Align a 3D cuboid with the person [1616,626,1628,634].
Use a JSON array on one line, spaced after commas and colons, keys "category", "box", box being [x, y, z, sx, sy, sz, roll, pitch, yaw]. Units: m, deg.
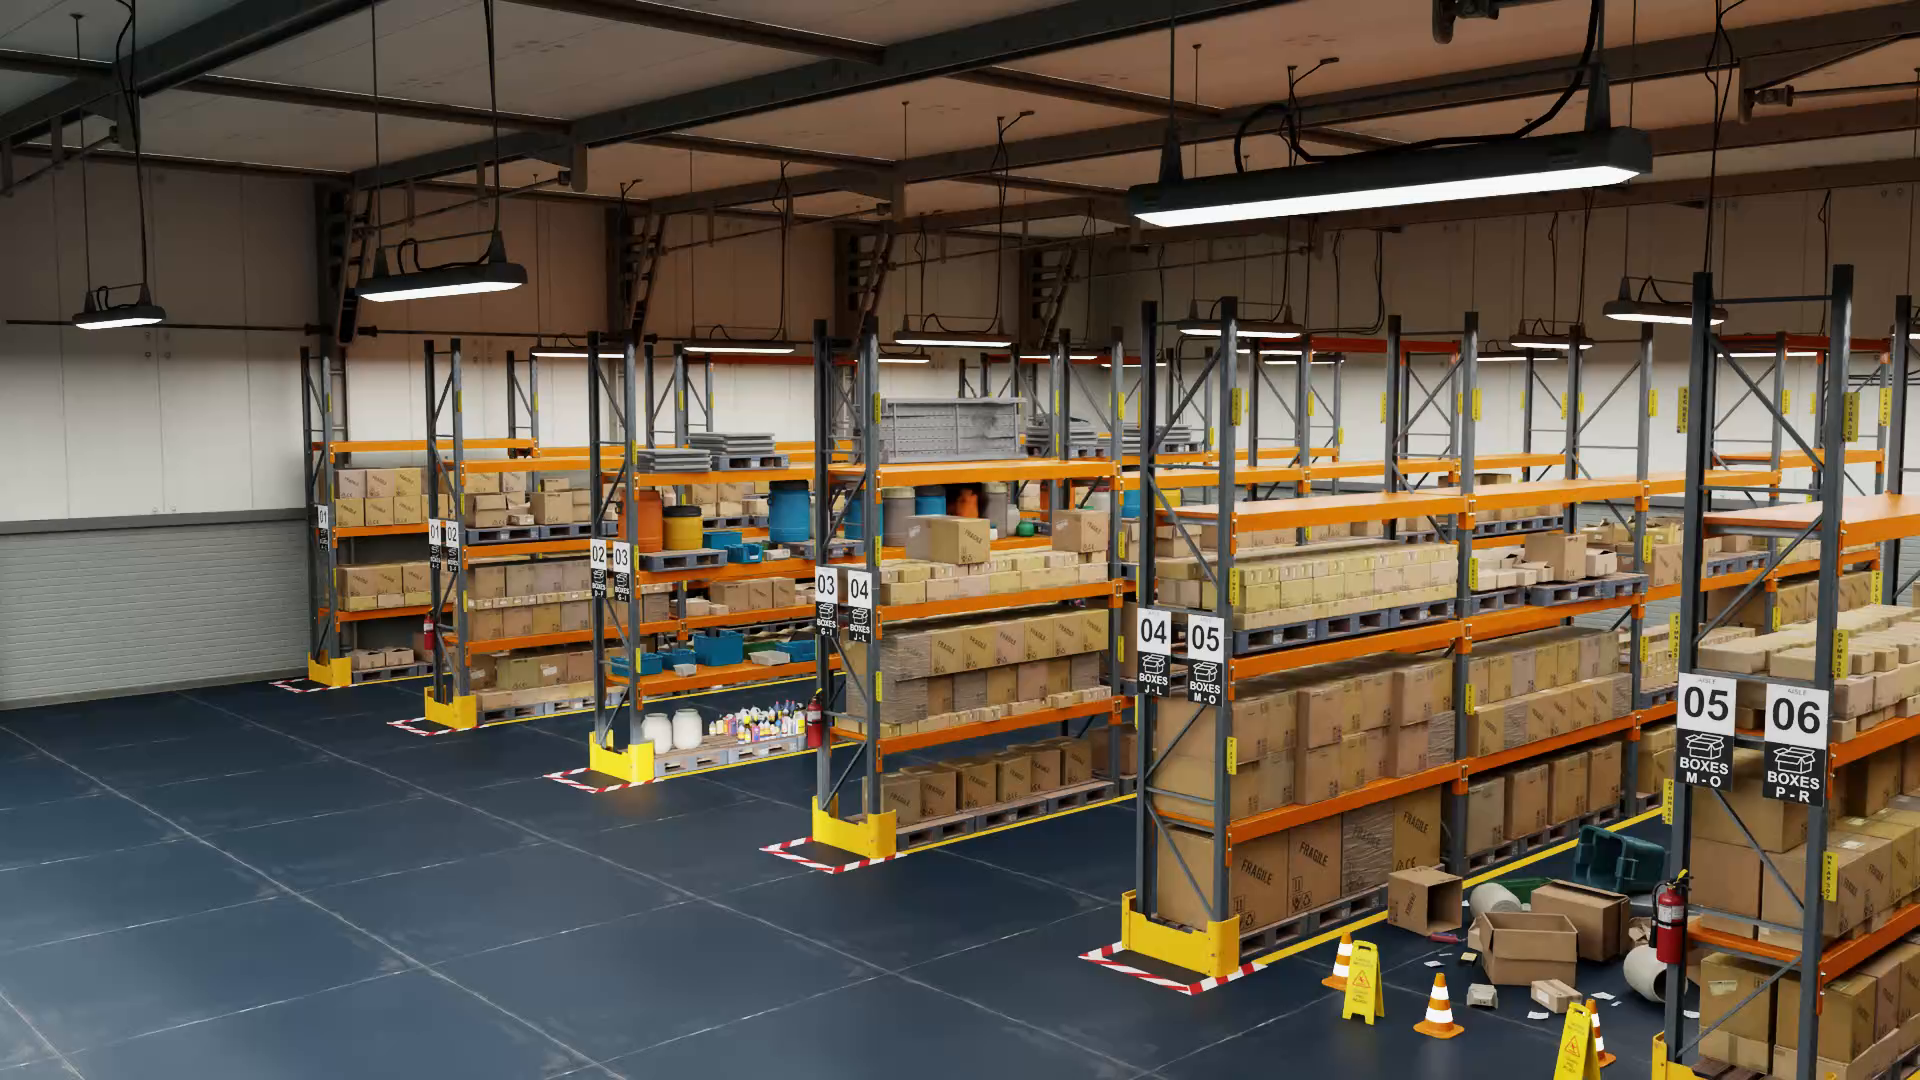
[{"category": "person", "box": [9.822, 2.128, 24.665, 0.981, 1.734, 0.629, -5, 7, -44]}]
